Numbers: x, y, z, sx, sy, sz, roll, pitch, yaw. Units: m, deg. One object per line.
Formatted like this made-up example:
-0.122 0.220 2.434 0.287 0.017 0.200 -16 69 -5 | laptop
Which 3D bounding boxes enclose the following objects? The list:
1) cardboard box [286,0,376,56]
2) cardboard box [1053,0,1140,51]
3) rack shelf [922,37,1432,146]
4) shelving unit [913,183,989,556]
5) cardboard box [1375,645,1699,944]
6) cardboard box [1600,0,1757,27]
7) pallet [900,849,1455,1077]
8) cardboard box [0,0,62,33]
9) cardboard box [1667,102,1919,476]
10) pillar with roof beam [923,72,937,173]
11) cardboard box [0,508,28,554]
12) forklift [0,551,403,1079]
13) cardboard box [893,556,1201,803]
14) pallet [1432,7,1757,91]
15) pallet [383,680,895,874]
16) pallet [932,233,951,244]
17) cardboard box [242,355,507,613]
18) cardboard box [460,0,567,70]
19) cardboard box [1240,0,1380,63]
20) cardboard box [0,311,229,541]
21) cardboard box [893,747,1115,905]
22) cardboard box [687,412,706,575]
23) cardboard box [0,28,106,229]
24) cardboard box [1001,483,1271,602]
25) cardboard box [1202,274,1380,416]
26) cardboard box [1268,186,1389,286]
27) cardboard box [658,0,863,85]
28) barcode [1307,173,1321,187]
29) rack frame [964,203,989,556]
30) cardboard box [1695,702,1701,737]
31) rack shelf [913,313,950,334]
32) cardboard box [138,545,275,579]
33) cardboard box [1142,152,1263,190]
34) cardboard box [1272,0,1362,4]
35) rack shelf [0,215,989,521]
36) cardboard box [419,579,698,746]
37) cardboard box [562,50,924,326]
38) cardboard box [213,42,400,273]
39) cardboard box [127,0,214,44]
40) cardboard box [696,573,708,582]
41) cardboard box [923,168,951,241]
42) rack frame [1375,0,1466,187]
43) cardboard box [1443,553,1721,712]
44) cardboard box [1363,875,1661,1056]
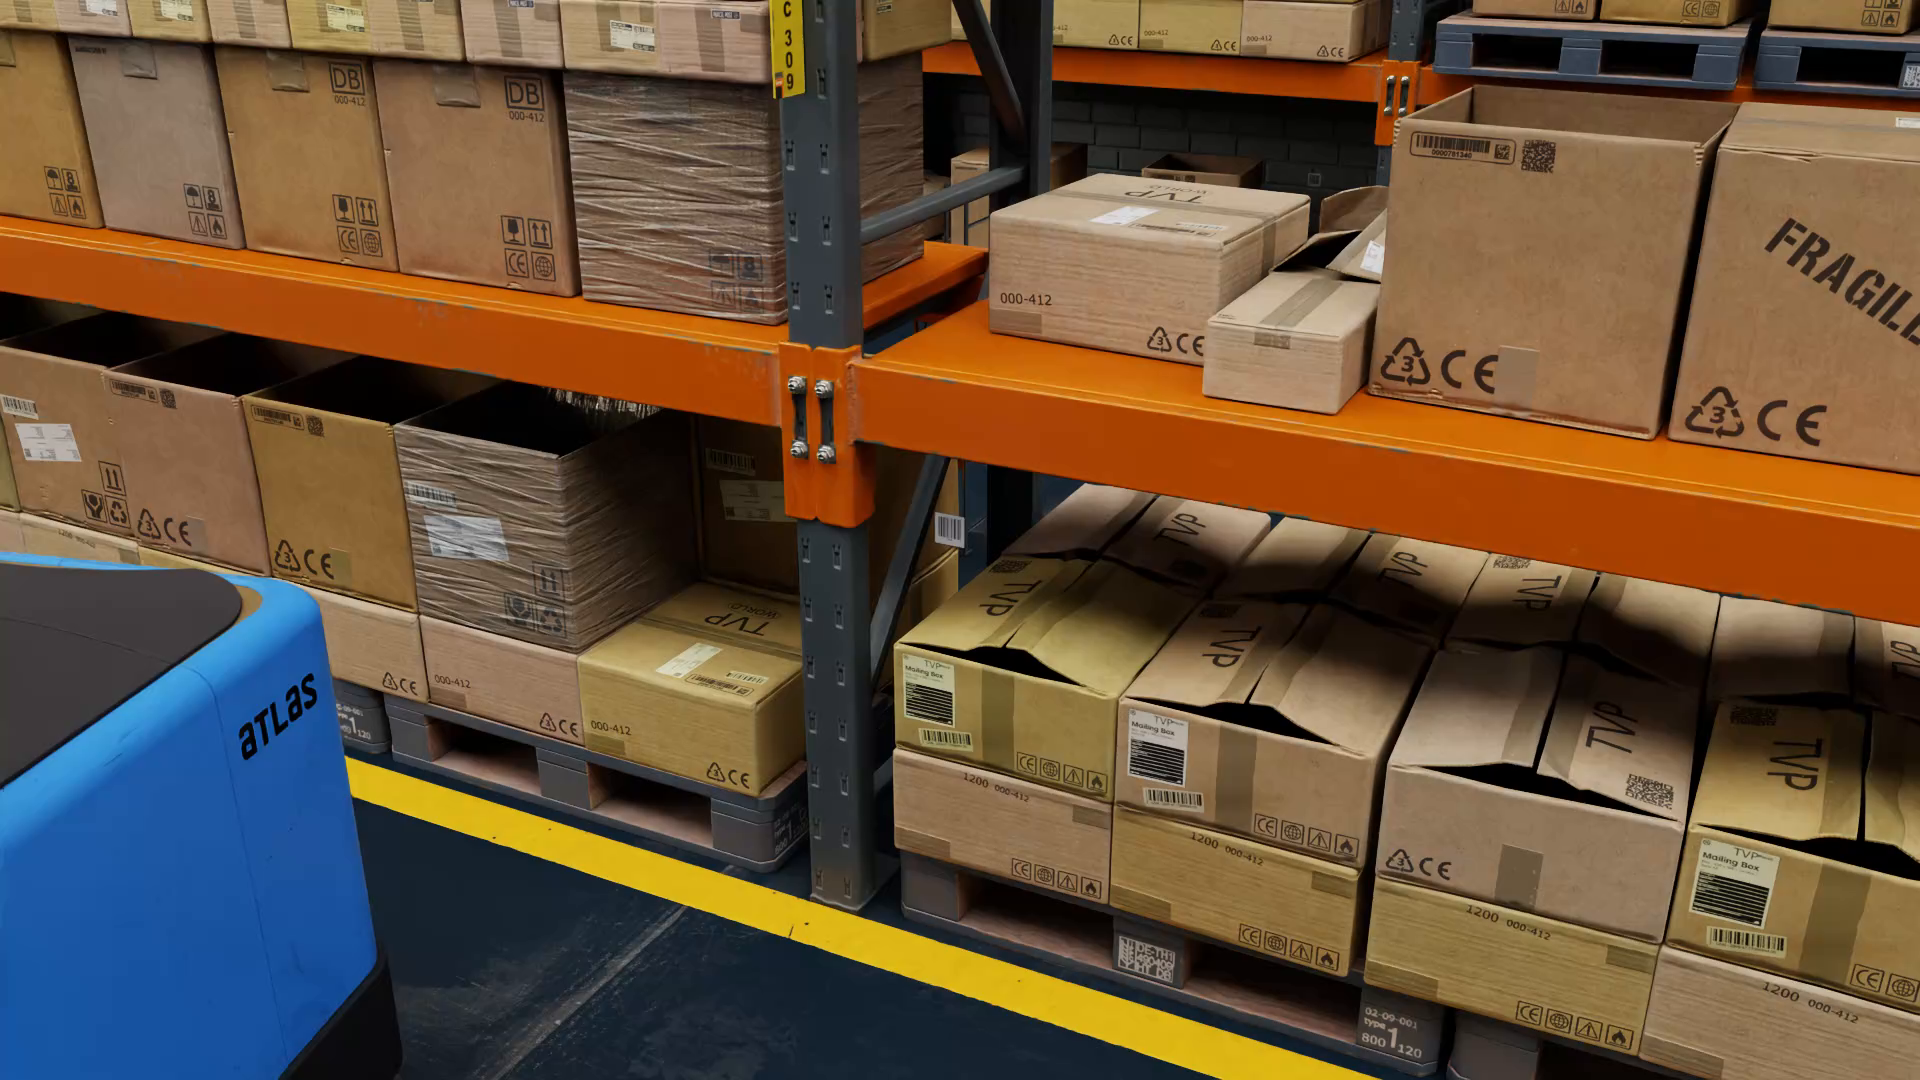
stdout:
-1.308 -1.215 3.817 0.250 0.149 0.380 11 25 24 | cardboard box
0.715 -2.540 8.056 0.500 0.250 0.500 11 25 24 | cardboard box
0.386 -2.470 8.644 4.000 0.370 1.077 11 25 25 | rack shelf
-0.013 -0.555 5.521 0.189 1.200 0.258 11 25 25 | shelving unit
1.102 0.438 3.147 0.500 0.311 0.500 10 25 23 | cardboard box
3.105 -2.493 7.090 0.500 0.500 0.700 14 27 30 | cardboard box
0.614 0.683 3.875 1.213 0.211 1.003 11 25 25 | pallet
-2.227 -1.397 4.244 0.250 0.149 0.380 11 25 24 | cardboard box
1.534 -0.440 2.824 0.500 0.500 0.500 11 25 25 | cardboard box
-2.326 -4.590 5.044 0.400 9.000 9.100 11 25 25 | pillar with roof beam
-2.805 -0.092 5.110 0.500 0.250 0.500 11 25 25 | cardboard box
-1.897 0.230 1.464 1.130 2.935 3.031 5 24 12 | forklift
0.195 0.257 3.573 0.500 0.311 0.500 11 26 25 | cardboard box
2.787 -2.174 7.273 1.213 0.211 1.003 11 25 25 | pallet
-0.752 0.411 4.513 1.213 0.211 1.003 11 25 25 | pallet
0.463 -1.486 8.974 1.213 0.211 1.003 11 25 25 | pallet
-1.462 -0.175 4.347 0.500 0.500 0.500 11 25 25 | cardboard box
-0.855 -1.124 3.604 0.250 0.149 0.380 10 25 23 | cardboard box
1.611 -2.366 7.646 0.500 0.250 0.500 11 26 25 | cardboard box
-2.353 -0.352 4.764 0.500 0.500 0.500 11 25 25 | cardboard box
0.187 0.513 3.688 0.500 0.250 0.500 11 25 23 | cardboard box
-0.783 -0.267 4.563 0.500 0.500 0.500 11 25 25 | cardboard box
-2.308 -1.202 4.615 0.500 0.500 0.700 11 26 25 | cardboard box
0.430 0.069 4.016 0.500 0.311 0.500 11 25 25 | cardboard box
0.638 -0.373 3.116 0.250 0.149 0.380 11 25 25 | cardboard box
0.807 -0.564 3.415 0.258 0.266 0.396 11 25 23 | cardboard box
-0.400 -1.035 3.393 0.250 0.149 0.380 11 25 24 | cardboard box
1.797 -1.826 8.434 0.075 0.075 0.001 11 25 25 | barcode
0.069 -0.539 5.483 0.006 1.200 0.240 11 25 25 | rack frame
1.347 0.507 3.701 0.500 0.250 0.500 12 26 26 | cardboard box
-0.013 -0.735 5.445 0.180 0.103 0.258 11 25 25 | rack shelf
-1.915 0.087 4.690 0.500 0.250 0.500 11 25 25 | cardboard box
1.227 -1.669 8.474 0.500 0.500 0.500 9 25 21 | cardboard box
1.609 -2.708 7.494 0.500 0.500 0.500 11 25 24 | cardboard box
-1.846 -0.739 4.574 4.000 0.370 1.077 11 25 25 | rack shelf
-1.015 0.258 4.288 0.500 0.250 0.500 11 25 25 | cardboard box
-0.460 -0.839 3.762 0.500 0.500 0.700 10 25 23 | cardboard box
-1.379 -1.020 4.188 0.500 0.500 0.700 12 26 25 | cardboard box
-1.771 -1.305 4.030 0.250 0.149 0.380 12 26 26 | cardboard box
-0.782 0.077 4.712 0.500 0.250 0.500 11 25 25 | cardboard box
-0.313 -1.865 9.176 0.500 0.311 0.500 14 27 29 | cardboard box
2.171 -2.448 7.673 0.127 3.000 1.000 11 25 25 | rack frame
1.341 0.247 3.596 0.500 0.311 0.500 11 25 24 | cardboard box
1.106 0.694 3.262 0.500 0.250 0.500 10 25 23 | cardboard box
